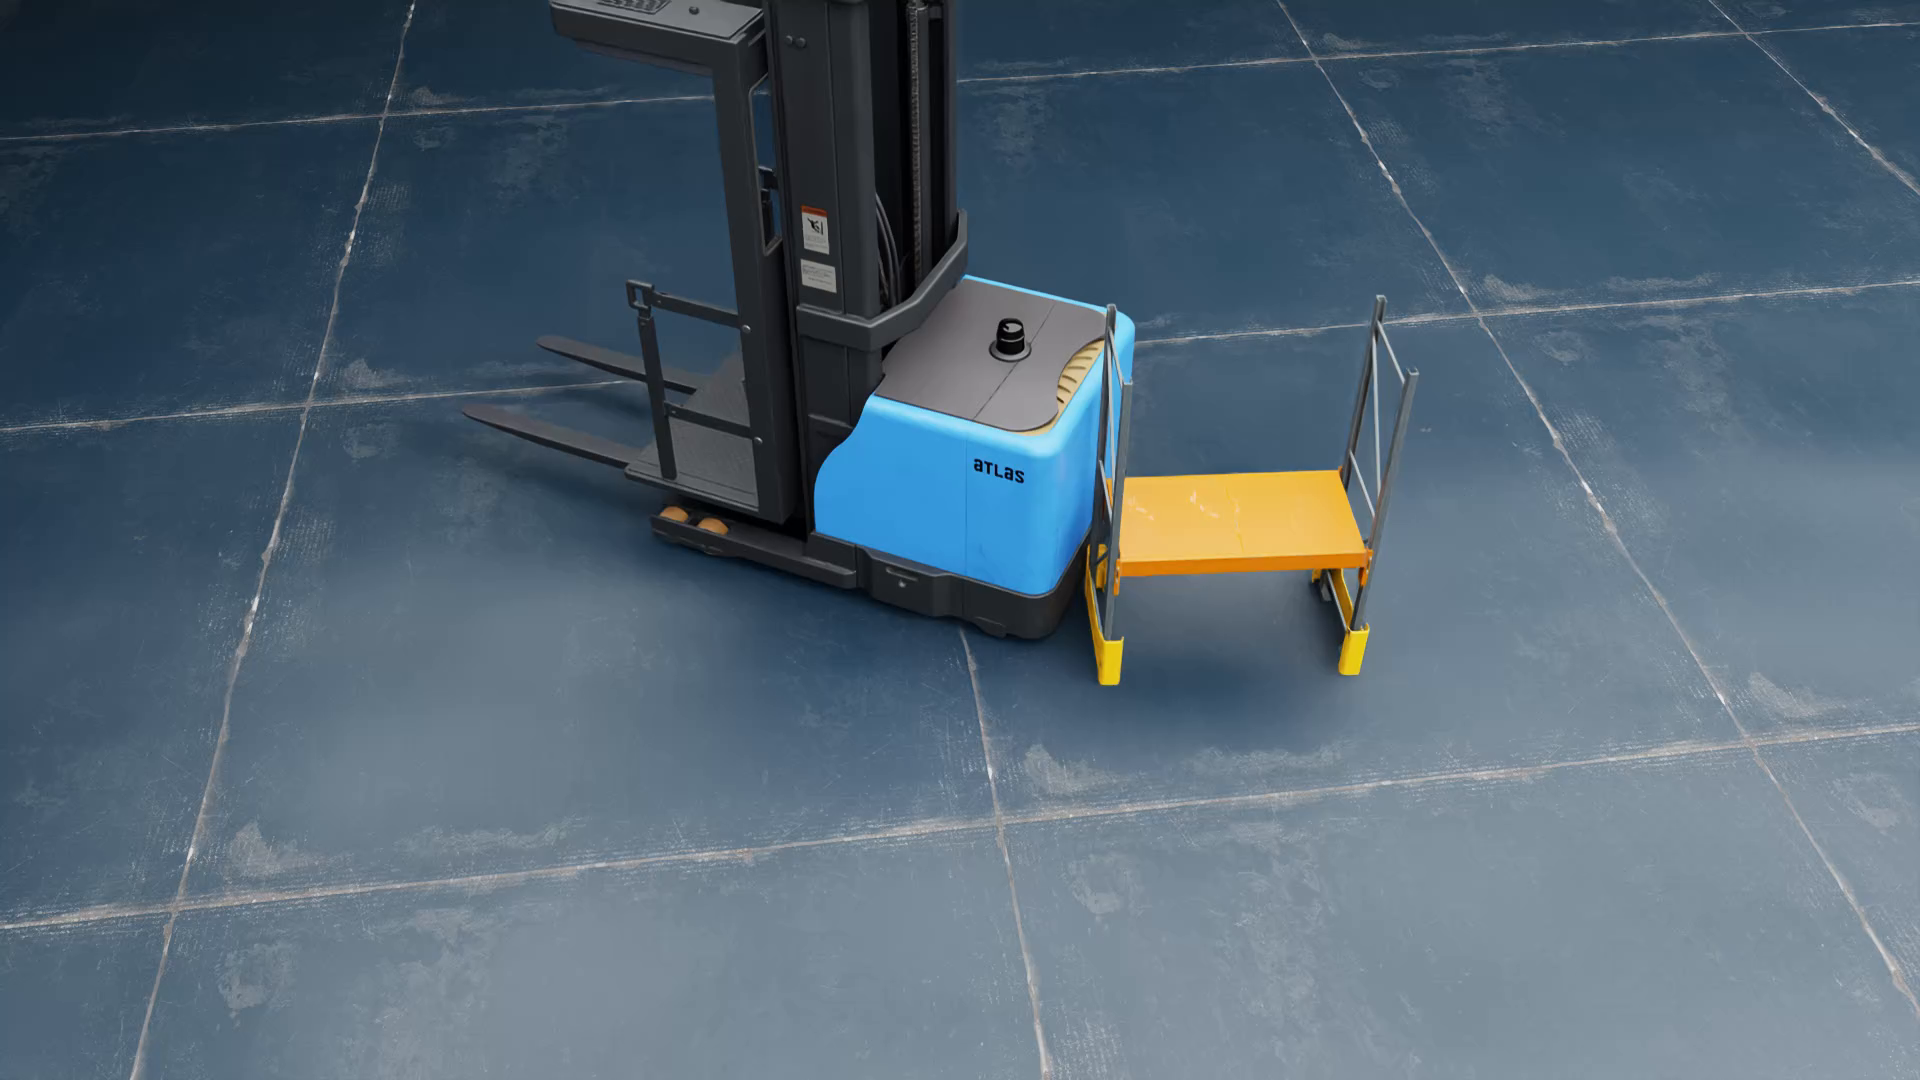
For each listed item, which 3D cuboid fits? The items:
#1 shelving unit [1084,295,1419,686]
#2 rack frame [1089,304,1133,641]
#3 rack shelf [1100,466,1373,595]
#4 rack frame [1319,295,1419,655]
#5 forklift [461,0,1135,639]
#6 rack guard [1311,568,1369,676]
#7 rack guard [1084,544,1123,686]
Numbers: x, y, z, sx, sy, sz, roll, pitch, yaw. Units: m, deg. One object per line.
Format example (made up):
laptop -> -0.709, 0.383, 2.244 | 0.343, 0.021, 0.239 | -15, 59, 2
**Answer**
shelving unit -> 1.094, -0.176, 6.541 | 1.083, 1.500, 0.587 | -2, 42, -2
rack frame -> 0.578, -0.157, 6.519 | 0.032, 1.500, 0.500 | -2, 42, -2
rack shelf -> 1.085, -0.042, 6.661 | 1.000, 0.185, 0.538 | -2, 42, -2
rack frame -> 1.593, -0.195, 6.562 | 0.032, 1.500, 0.500 | -2, 42, -2
forklift -> -0.823, -1.328, 6.749 | 3.031, 2.935, 1.130 | 16, 45, 17
rack guard -> 1.592, 0.269, 6.980 | 0.087, 0.250, 0.587 | -2, 42, -2
rack guard -> 0.597, 0.307, 6.938 | 0.087, 0.250, 0.587 | -2, 42, -2
